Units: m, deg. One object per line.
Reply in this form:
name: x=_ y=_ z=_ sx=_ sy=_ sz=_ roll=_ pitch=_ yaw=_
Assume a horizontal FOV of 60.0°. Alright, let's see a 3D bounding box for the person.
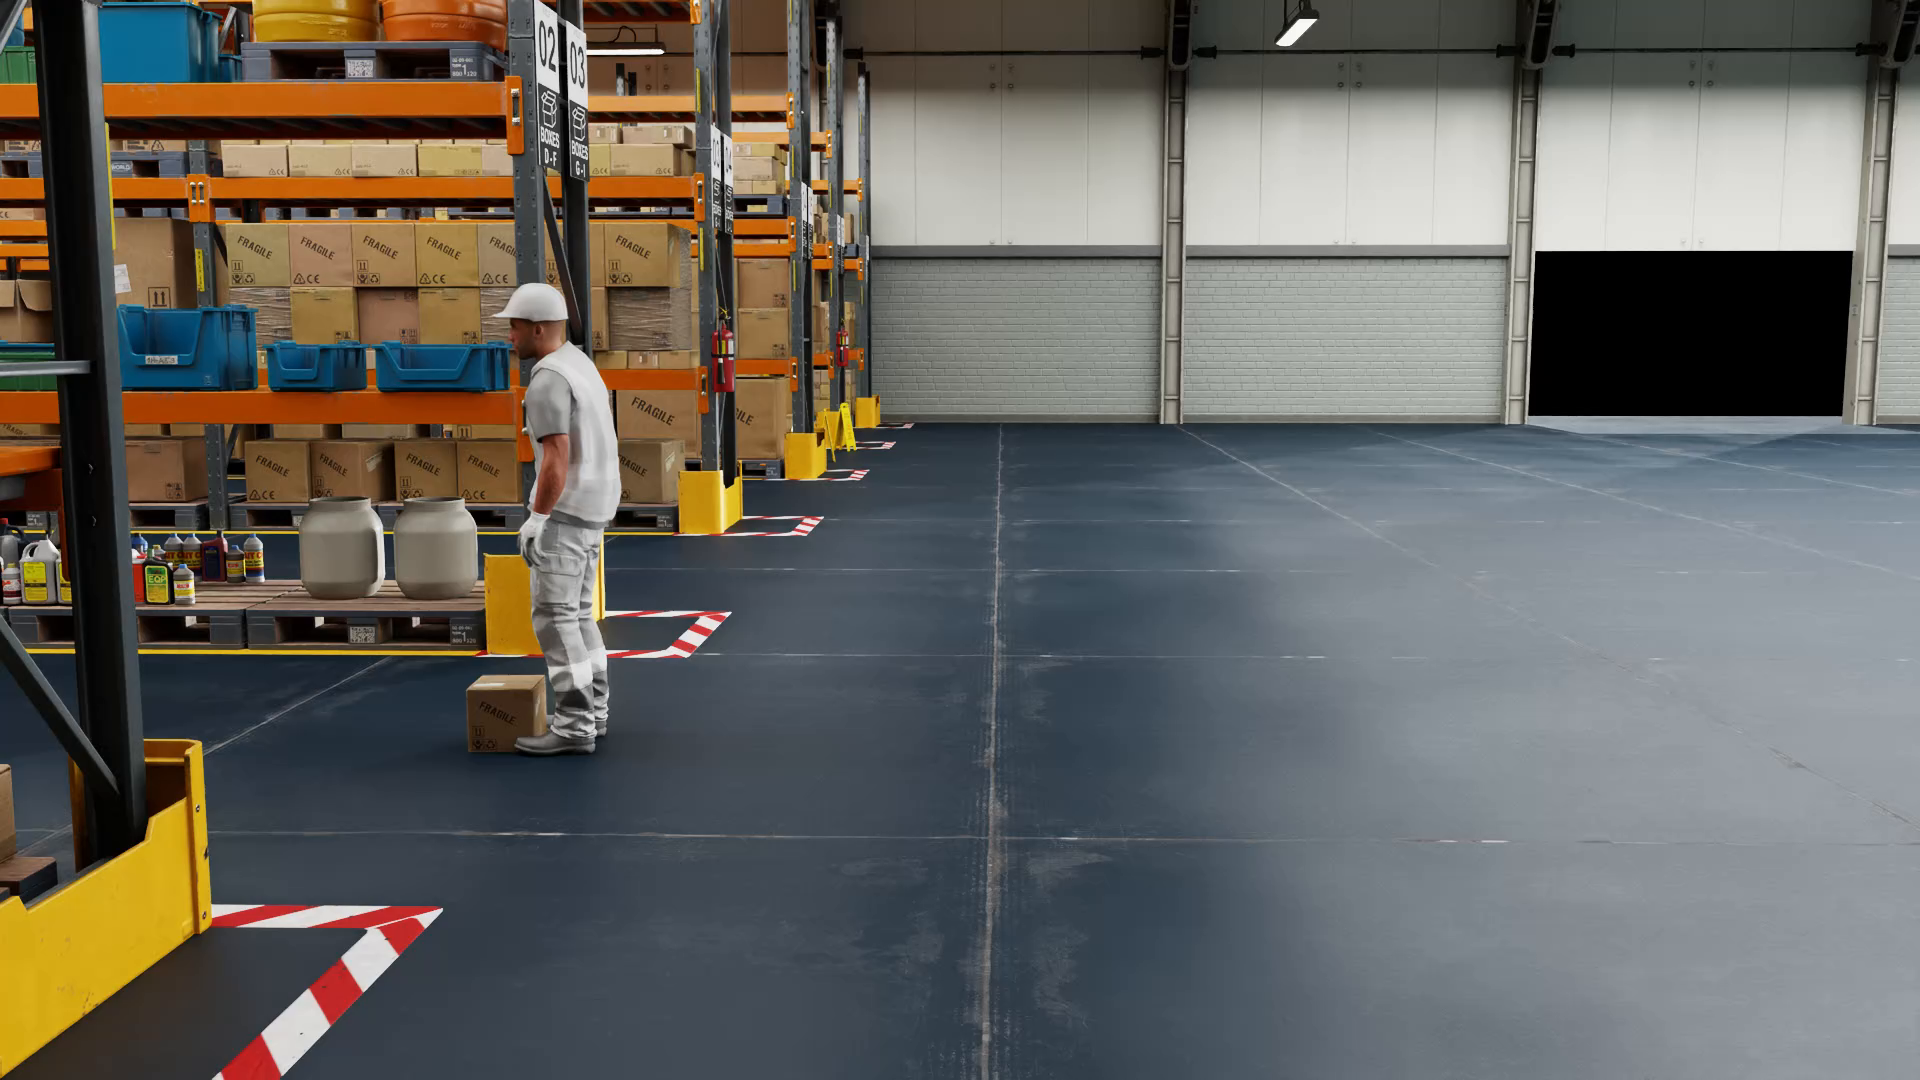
person: x=-1.532 y=-0.083 z=6.366 sx=0.448 sy=1.780 sz=0.608 roll=0 pitch=7 yaw=2
